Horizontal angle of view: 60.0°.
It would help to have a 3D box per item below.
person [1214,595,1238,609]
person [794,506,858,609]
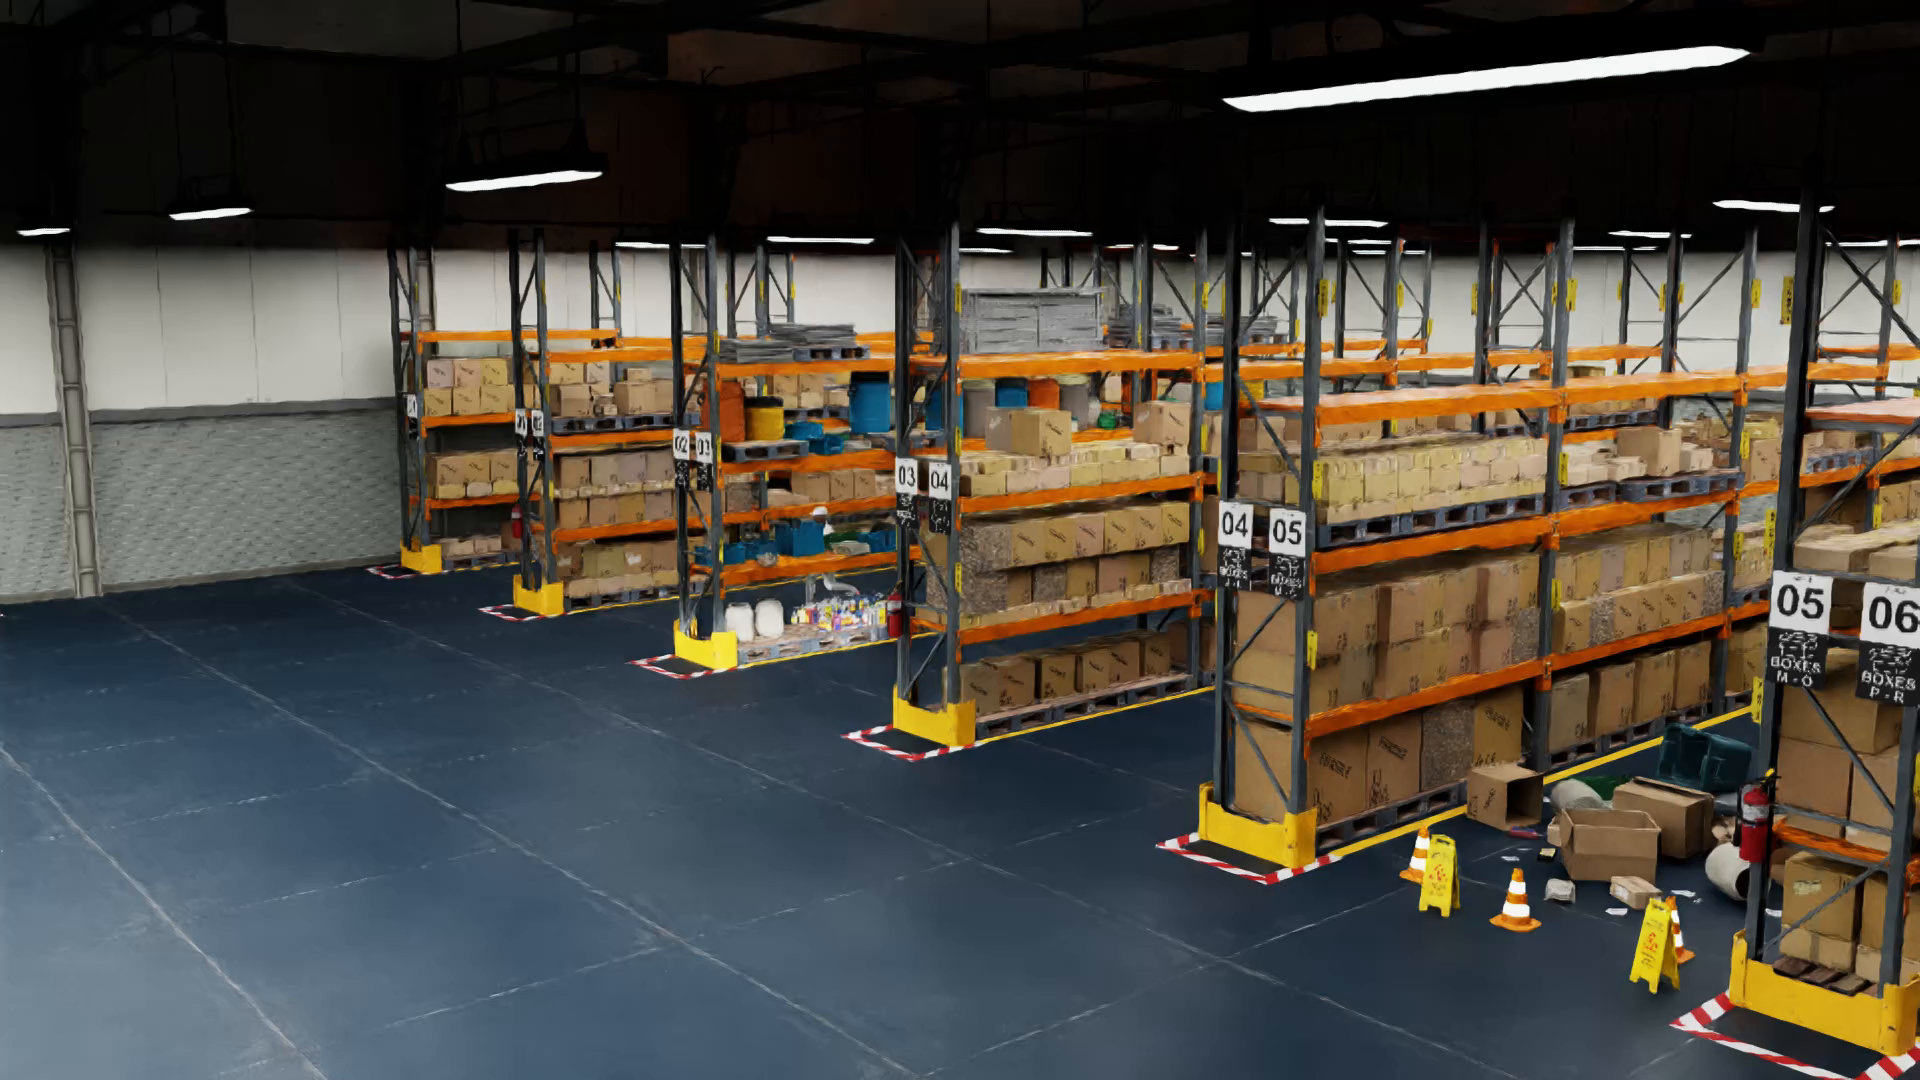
[{"bbox_3d":[3.967,0.584,24.424,0.572,1.712,0.719,-7,11,-40],"label":"person"},{"bbox_3d":[-2.105,0.313,26.180,0.978,1.716,0.616,-3,9,-19],"label":"person"}]
